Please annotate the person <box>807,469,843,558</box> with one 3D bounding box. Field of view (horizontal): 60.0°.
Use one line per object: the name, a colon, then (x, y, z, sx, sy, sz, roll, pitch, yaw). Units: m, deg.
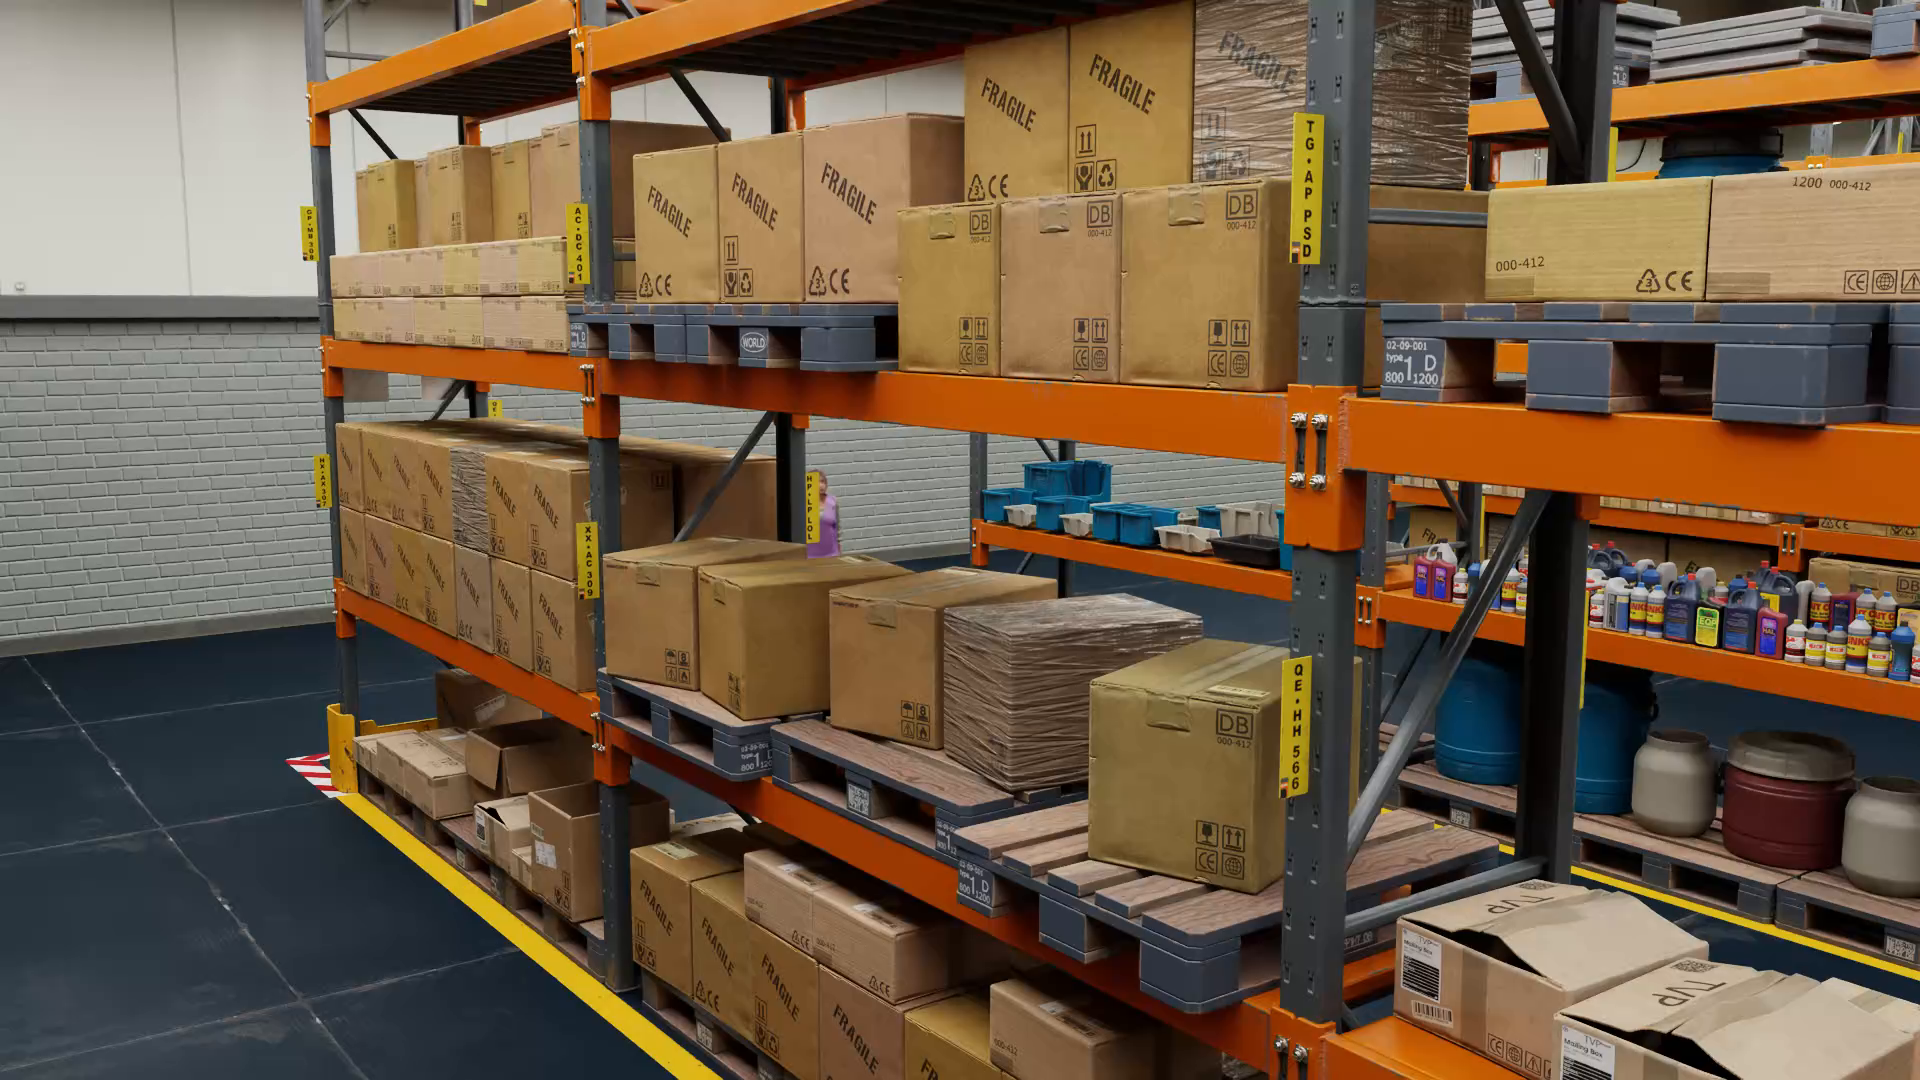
person: (-1.216, 0.193, 14.451, 0.417, 1.603, 0.450, -1, 8, -9)
